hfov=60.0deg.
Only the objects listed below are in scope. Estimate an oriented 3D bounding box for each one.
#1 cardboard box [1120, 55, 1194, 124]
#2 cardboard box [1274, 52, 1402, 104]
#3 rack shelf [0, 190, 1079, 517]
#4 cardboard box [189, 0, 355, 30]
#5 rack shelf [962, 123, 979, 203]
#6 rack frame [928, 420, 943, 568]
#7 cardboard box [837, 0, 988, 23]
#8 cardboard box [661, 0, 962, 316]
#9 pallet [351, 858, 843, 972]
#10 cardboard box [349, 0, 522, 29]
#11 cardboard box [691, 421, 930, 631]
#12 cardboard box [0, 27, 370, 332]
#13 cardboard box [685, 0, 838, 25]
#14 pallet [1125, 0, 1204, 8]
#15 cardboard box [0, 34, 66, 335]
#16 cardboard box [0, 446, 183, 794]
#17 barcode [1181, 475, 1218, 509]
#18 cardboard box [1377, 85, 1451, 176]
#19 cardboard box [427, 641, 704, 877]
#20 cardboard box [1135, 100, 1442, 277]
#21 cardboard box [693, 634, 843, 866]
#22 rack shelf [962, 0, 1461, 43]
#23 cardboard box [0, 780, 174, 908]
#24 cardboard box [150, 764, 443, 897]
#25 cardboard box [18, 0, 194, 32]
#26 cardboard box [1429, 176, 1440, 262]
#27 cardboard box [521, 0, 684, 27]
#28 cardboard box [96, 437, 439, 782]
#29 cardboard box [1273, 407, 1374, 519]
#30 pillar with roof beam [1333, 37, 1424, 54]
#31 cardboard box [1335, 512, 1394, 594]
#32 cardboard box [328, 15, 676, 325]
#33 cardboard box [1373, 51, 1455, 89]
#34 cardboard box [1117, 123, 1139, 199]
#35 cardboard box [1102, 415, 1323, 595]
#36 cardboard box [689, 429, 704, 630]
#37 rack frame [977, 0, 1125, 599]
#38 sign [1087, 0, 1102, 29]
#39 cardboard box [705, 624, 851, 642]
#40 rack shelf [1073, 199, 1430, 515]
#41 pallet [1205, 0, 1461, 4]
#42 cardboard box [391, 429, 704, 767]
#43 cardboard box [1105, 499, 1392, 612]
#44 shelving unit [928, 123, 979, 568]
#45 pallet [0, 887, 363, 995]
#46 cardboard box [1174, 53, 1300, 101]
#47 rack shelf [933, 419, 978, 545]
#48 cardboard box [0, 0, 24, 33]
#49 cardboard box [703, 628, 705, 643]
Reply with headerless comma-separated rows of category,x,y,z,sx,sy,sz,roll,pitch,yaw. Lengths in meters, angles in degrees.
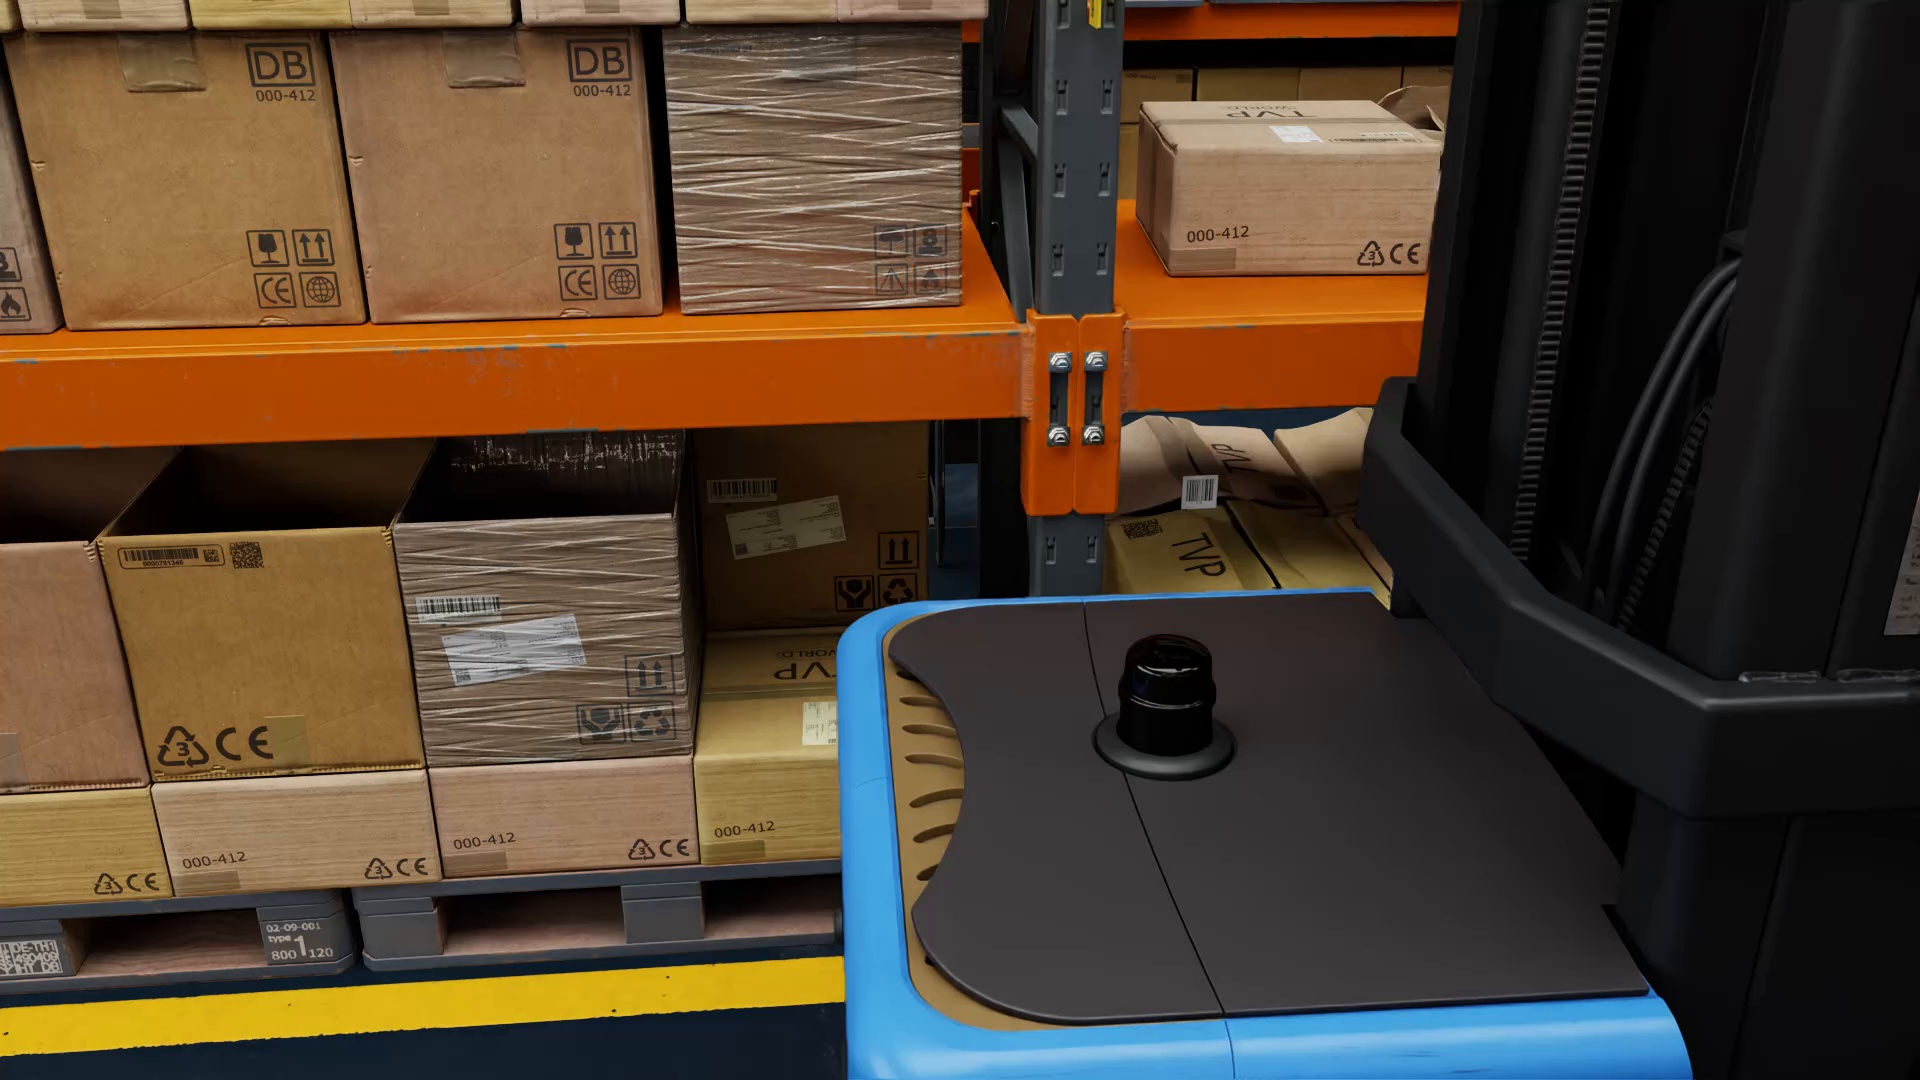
cardboard box,0.832,-2.209,8.139,0.500,0.250,0.500,-3,24,-6
cardboard box,1.848,-2.244,8.217,0.500,0.250,0.500,-2,24,-5
rack shelf,-1.836,-0.342,3.211,4.000,0.370,1.077,-2,24,-5
cardboard box,-1.108,-0.955,2.783,0.250,0.149,0.380,-2,24,-5
rack shelf,0.165,-0.954,4.844,0.480,0.518,0.431,-2,24,-5
rack frame,-0.078,-0.956,4.816,0.015,2.100,0.400,-2,24,-5
cardboard box,-0.096,-0.995,2.873,0.250,0.149,0.380,-2,24,-5
cardboard box,-0.287,-0.776,3.179,0.500,0.500,0.700,-3,24,-7
pallet,-0.642,0.539,3.778,1.213,0.211,1.003,-2,24,-5
cardboard box,-0.864,-0.963,2.803,0.250,0.149,0.380,-2,24,-5
cardboard box,-0.338,-0.136,3.808,0.500,0.500,0.500,-2,24,-5
cardboard box,-1.311,-0.733,3.084,0.500,0.500,0.700,-2,24,-4
cardboard box,-0.342,-0.986,2.853,0.250,0.149,0.380,-3,24,-6
pallet,0.438,-2.636,7.724,1.213,0.211,1.003,-2,24,-5
cardboard box,-1.821,-0.712,3.037,0.500,0.500,0.700,-2,24,-4
cardboard box,-1.778,0.141,3.184,0.500,0.500,0.500,-2,24,-5
barcode,0.449,-0.090,3.112,0.075,0.075,0.001,-2,24,-5
cardboard box,1.011,-0.798,3.518,0.258,0.266,0.396,-3,24,-6
cardboard box,-0.785,0.437,3.441,0.500,0.250,0.500,-2,24,-5
cardboard box,0.640,-0.719,3.359,0.500,0.250,0.500,-1,24,-2
cardboard box,-0.286,0.421,3.477,0.500,0.250,0.500,-2,24,-5
rack shelf,1.654,-2.503,8.075,4.000,0.370,1.077,-2,24,-5
cardboard box,-1.778,0.483,3.338,0.500,0.250,0.500,-2,24,-5
cardboard box,-1.281,0.463,3.383,0.500,0.250,0.500,-2,24,-5
cardboard box,-1.359,-0.945,2.761,0.250,0.149,0.380,-2,24,-4
cardboard box,1.056,-0.588,3.189,0.250,0.149,0.380,-2,24,-5
cardboard box,-0.602,-0.974,2.827,0.250,0.149,0.380,-3,24,-7
cardboard box,-1.282,0.115,3.242,0.500,0.500,0.500,-2,24,-5
cardboard box,1.046,-0.097,3.953,0.500,0.311,0.500,-2,24,-4
pillar with roof beam,2.688,-4.211,3.645,0.400,9.000,9.100,-2,24,-5
cardboard box,1.088,0.125,3.455,0.500,0.311,0.500,-3,24,-6
cardboard box,-0.811,-0.752,3.125,0.500,0.500,0.700,-3,24,-6
cardboard box,2.359,-2.266,8.268,0.500,0.250,0.500,-2,24,-4
cardboard box,0.903,-1.888,8.341,0.500,0.500,0.700,-3,24,-6
cardboard box,0.529,-0.074,3.901,0.500,0.311,0.500,-2,24,-5
cardboard box,-0.835,-0.113,3.756,0.500,0.500,0.500,-2,24,-5
rack frame,0.154,-0.750,3.245,0.127,3.000,1.000,-2,24,-5
sign,0.210,-0.958,2.548,0.005,0.325,0.100,-2,24,-5
cardboard box,-0.337,0.210,3.952,0.500,0.250,0.500,-2,24,-5
rack shelf,2.144,-0.501,3.570,4.000,0.370,1.077,-2,24,-5
pallet,1.678,-2.729,7.932,1.213,0.211,1.003,-2,24,-5
cardboard box,-0.785,0.094,3.291,0.500,0.500,0.500,-2,24,-5
cardboard box,0.590,0.142,3.414,0.500,0.311,0.500,-2,24,-5
shelving unit,0.165,-0.966,4.838,0.503,2.100,0.431,-2,24,-5
pallet,-1.859,0.589,3.665,1.213,0.211,1.003,-2,24,-5
cardboard box,1.349,-2.231,8.189,0.500,0.250,0.500,-3,24,-7
rack shelf,0.165,-0.314,5.128,0.480,0.518,0.431,-2,24,-5
cardboard box,-1.623,-0.933,2.734,0.250,0.149,0.380,-2,24,-3
cardboard box,-0.836,0.228,3.911,0.500,0.250,0.500,-2,24,-5
